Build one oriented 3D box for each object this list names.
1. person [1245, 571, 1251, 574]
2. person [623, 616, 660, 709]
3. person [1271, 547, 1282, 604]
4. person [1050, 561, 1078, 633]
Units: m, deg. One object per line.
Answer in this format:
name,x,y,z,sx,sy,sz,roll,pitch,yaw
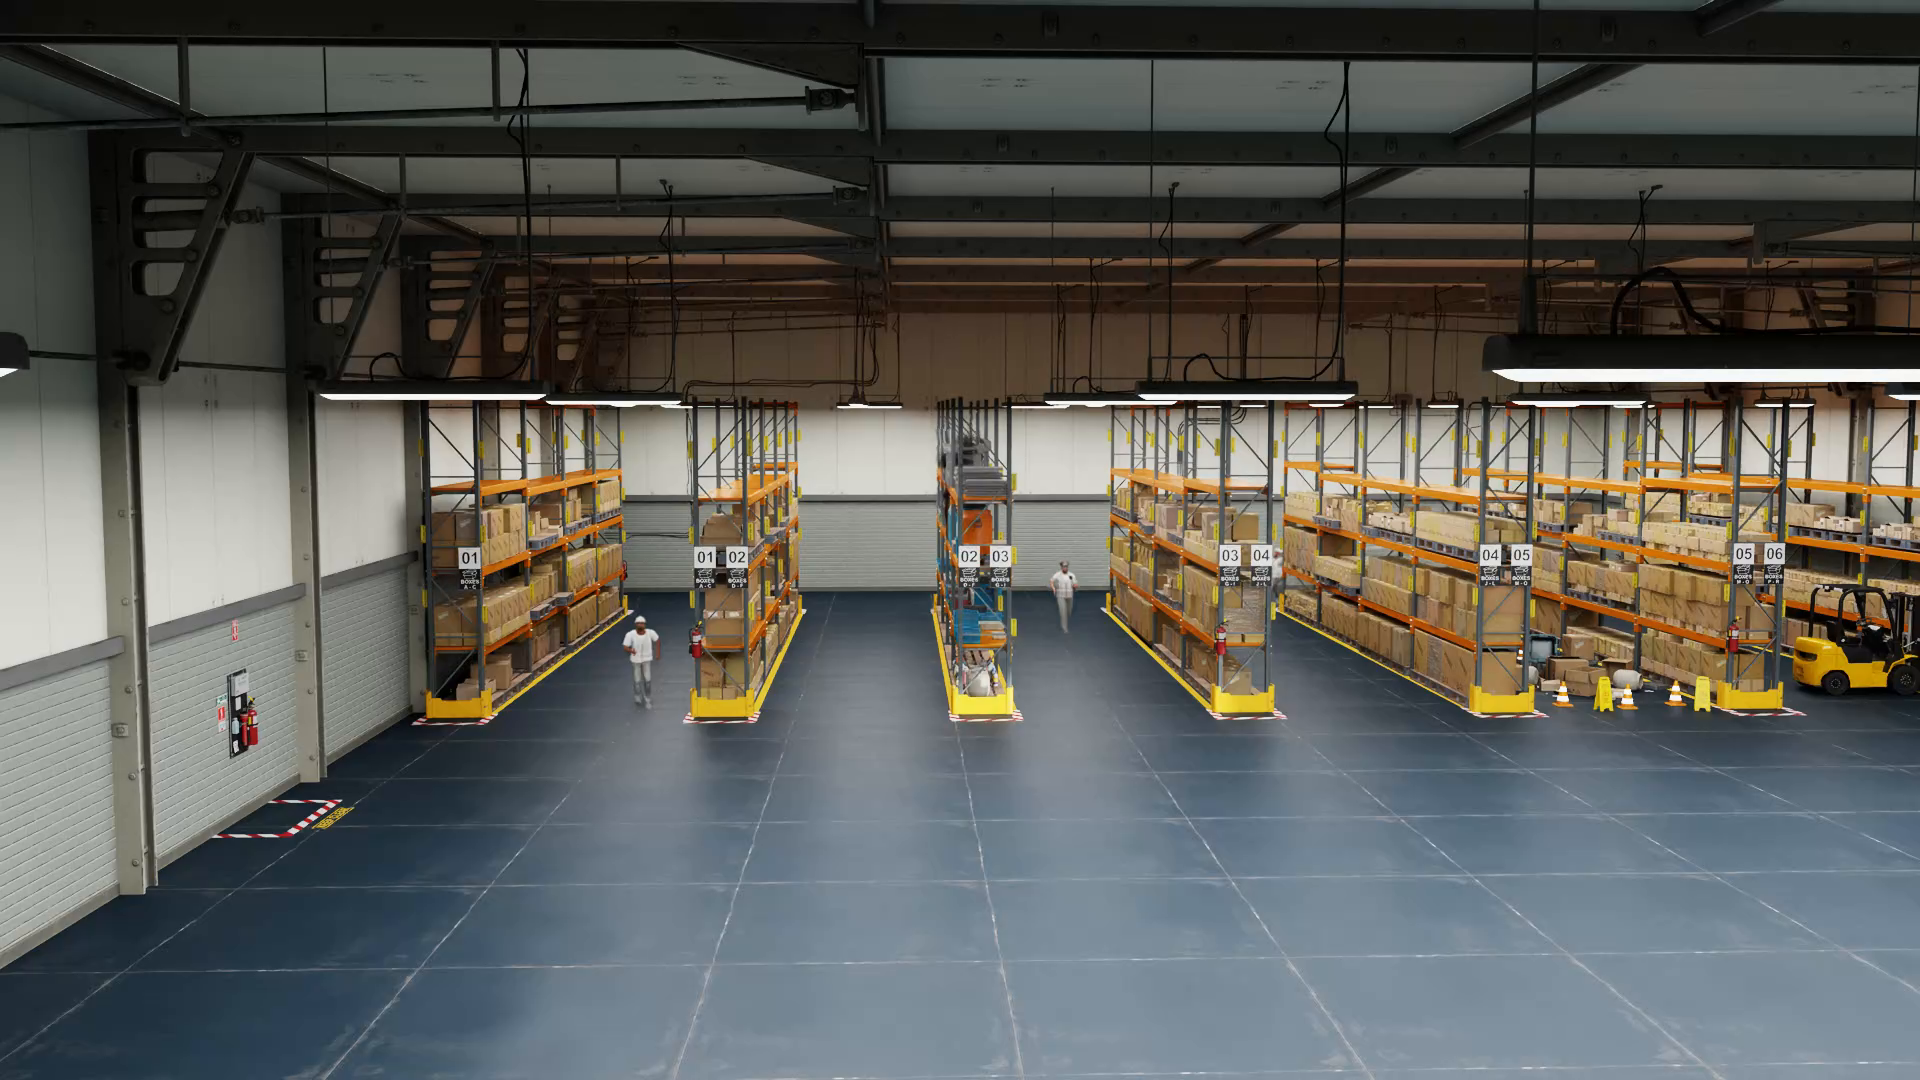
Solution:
person,8.009,1.405,45.877,0.562,1.581,0.801,0,4,-1
person,-6.144,2.381,32.133,0.726,1.839,0.744,-1,5,-14
person,9.262,1.093,48.766,0.757,1.799,0.732,-2,5,-20
person,2.589,1.416,41.033,0.673,1.814,0.892,-1,5,-12
